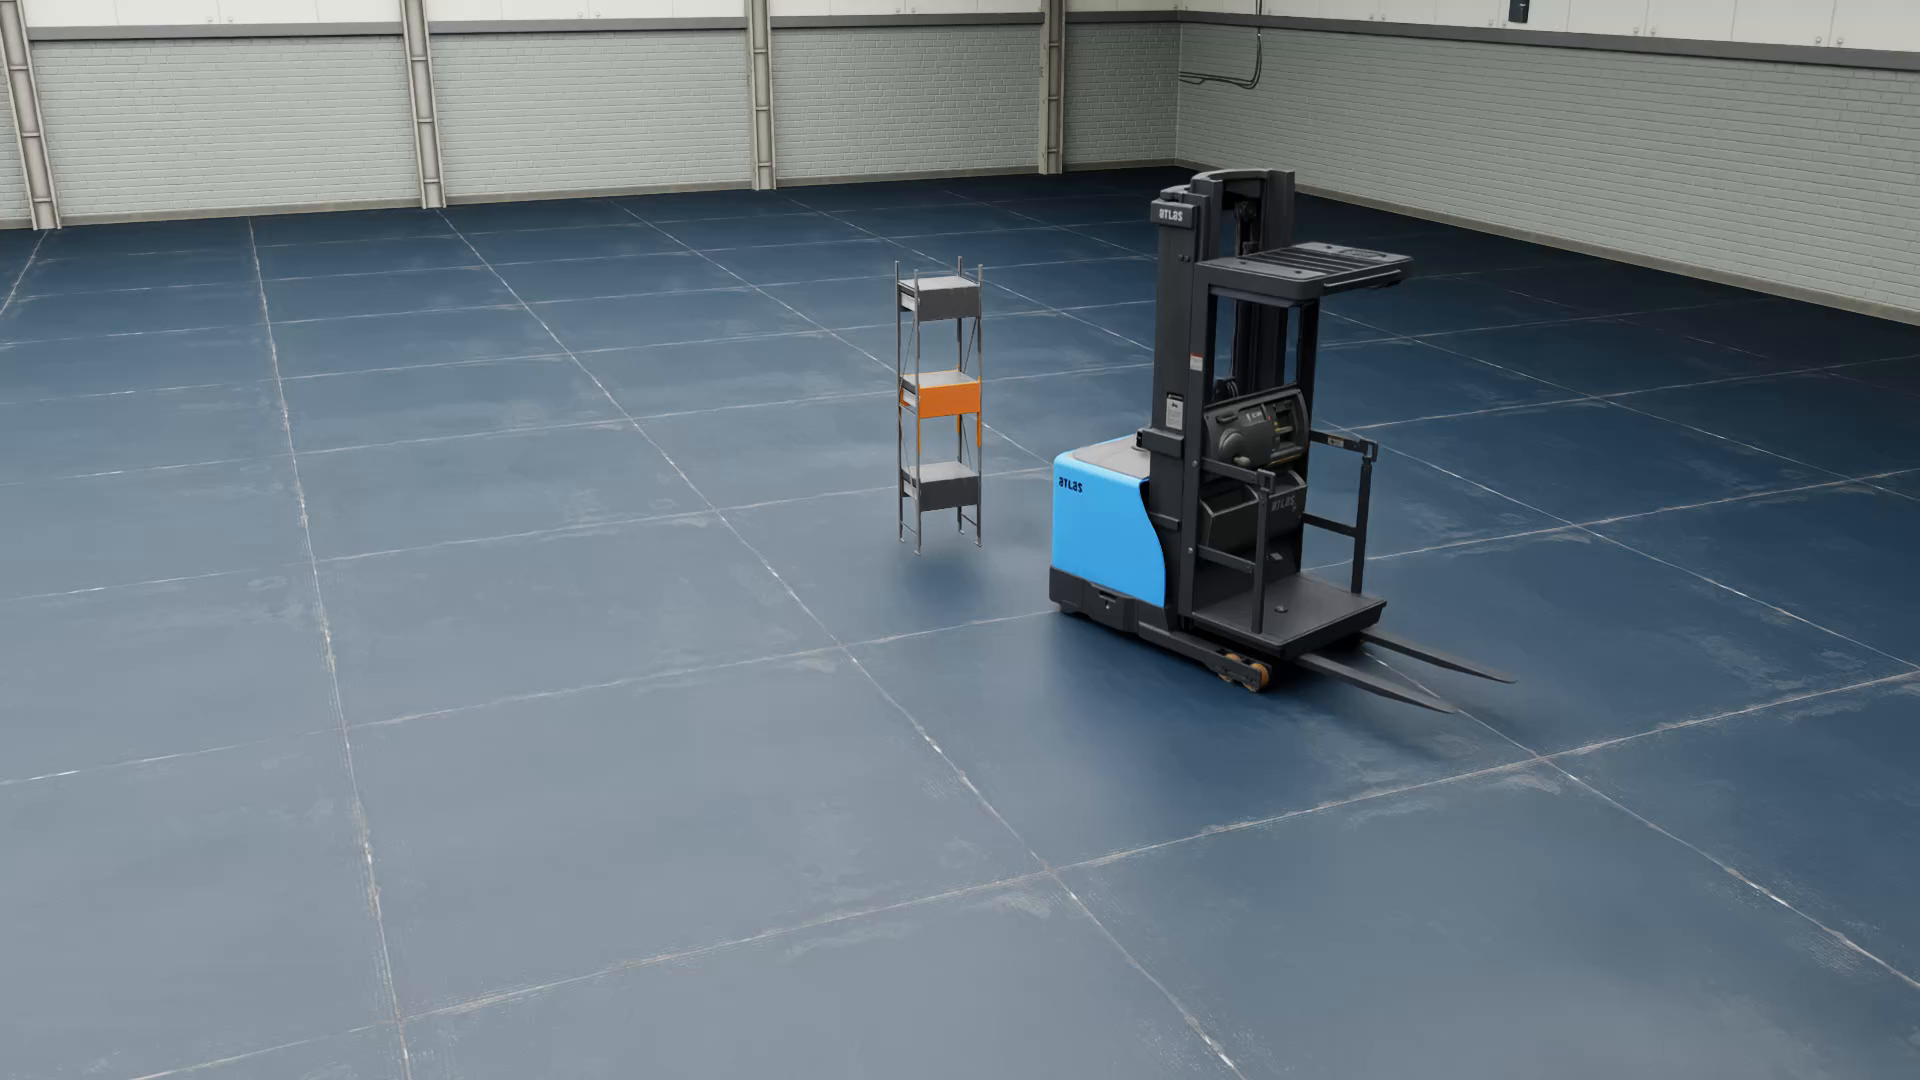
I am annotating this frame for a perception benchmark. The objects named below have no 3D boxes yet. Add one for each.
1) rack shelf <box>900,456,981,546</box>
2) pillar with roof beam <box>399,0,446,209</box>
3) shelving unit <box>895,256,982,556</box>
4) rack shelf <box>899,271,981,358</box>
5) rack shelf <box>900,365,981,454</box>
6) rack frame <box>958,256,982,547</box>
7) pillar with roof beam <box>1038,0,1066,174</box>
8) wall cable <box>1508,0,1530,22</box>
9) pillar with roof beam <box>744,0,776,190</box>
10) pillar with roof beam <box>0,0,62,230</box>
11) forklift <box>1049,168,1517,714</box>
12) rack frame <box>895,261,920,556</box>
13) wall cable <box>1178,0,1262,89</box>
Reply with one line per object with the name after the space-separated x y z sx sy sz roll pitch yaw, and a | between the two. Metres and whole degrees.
-0.152 -0.295 12.348 0.480 0.518 0.431 -8 21 -22 | rack shelf
-7.495 -8.756 23.841 0.400 9.000 9.100 -8 21 -22 | pillar with roof beam
-0.152 -0.969 12.111 0.503 2.100 0.431 -8 21 -22 | shelving unit
-0.152 -1.616 11.884 0.480 0.518 0.431 -8 21 -22 | rack shelf
-0.152 -0.956 12.116 0.480 0.518 0.431 -8 21 -22 | rack shelf
0.072 -1.001 12.203 0.015 2.100 0.400 -8 21 -22 | rack frame
3.523 -10.335 28.325 0.400 9.000 9.100 -8 21 -22 | pillar with roof beam
8.793 -10.339 23.216 0.169 6.003 2.305 -8 21 -22 | wall cable
-1.986 -9.546 26.083 0.400 9.000 9.100 -8 21 -22 | pillar with roof beam
-13.004 -7.967 21.599 0.400 9.000 9.100 -8 21 -22 | pillar with roof beam
1.953 -0.668 10.006 1.130 2.935 3.031 -16 25 -39 | forklift
-0.376 -0.937 12.020 0.015 2.100 0.400 -8 21 -22 | rack frame
5.047 -10.167 32.524 0.112 2.526 3.097 -8 21 -22 | wall cable
